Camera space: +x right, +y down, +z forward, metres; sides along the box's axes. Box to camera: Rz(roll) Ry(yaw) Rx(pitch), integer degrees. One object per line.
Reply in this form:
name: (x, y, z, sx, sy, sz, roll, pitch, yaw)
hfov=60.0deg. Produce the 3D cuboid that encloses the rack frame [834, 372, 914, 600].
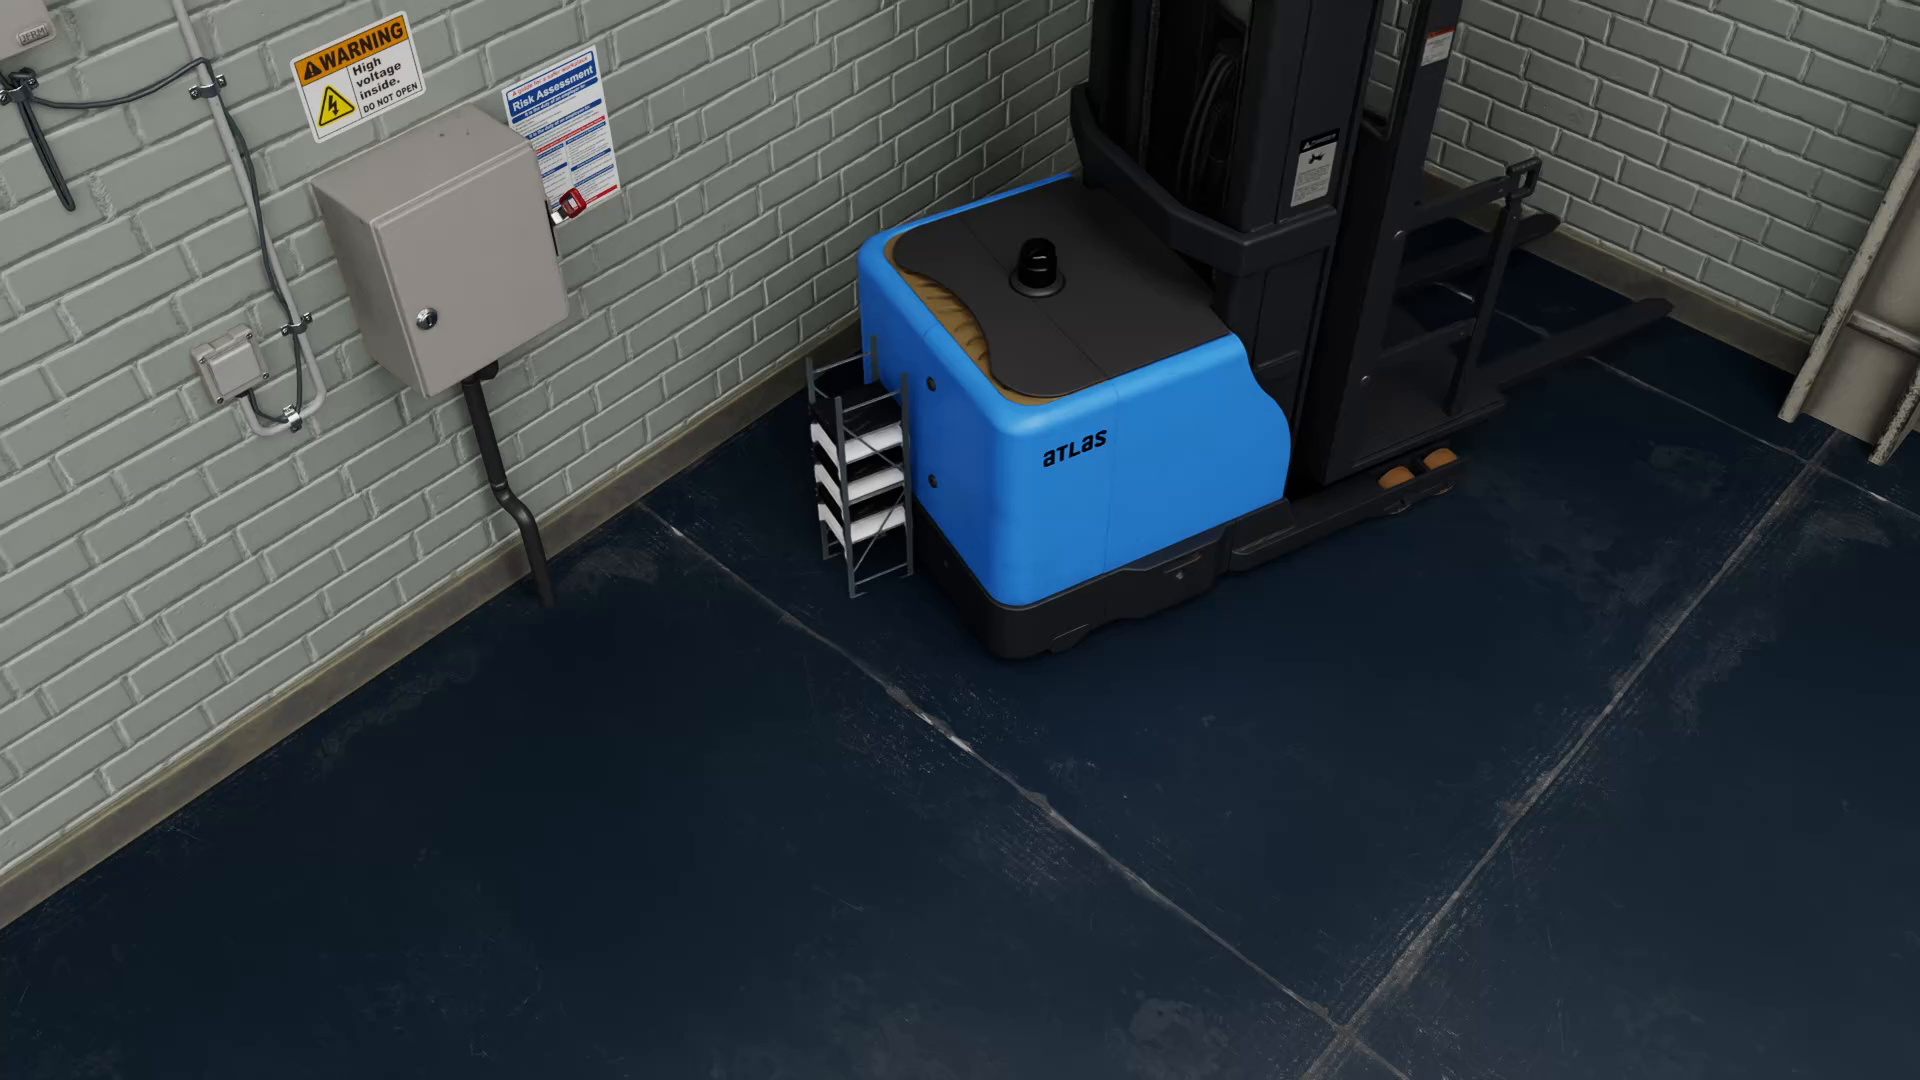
rack frame: (-0.264, -0.152, 5.276, 0.240, 0.900, 0.006, -22, 51, -19)

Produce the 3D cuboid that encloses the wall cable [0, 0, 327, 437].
wall cable: (-1.915, -0.883, 3.825, 0.122, 1.984, 0.588, 34, 55, 28)

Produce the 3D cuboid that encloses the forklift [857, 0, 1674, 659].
forklift: (1.207, -1.413, 5.066, 3.031, 2.935, 1.130, -22, 51, -19)

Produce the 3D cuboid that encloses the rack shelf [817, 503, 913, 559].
rack shelf: (-0.313, -0.072, 5.492, 0.258, 0.077, 0.200, -22, 51, -19)

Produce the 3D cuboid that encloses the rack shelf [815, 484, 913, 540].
rack shelf: (-0.313, -0.133, 5.427, 0.258, 0.077, 0.200, -22, 51, -19)

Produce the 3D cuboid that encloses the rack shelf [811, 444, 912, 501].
rack shelf: (-0.313, -0.256, 5.295, 0.258, 0.077, 0.200, -22, 51, -19)

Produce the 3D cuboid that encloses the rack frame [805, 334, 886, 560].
rack frame: (-0.362, -0.282, 5.398, 0.240, 0.900, 0.006, -22, 51, -19)

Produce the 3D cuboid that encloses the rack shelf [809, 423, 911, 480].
rack shelf: (-0.314, -0.318, 5.230, 0.258, 0.077, 0.200, -22, 51, -19)

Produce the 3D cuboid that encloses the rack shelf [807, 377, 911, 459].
rack shelf: (-0.314, -0.379, 5.164, 0.258, 0.077, 0.200, -22, 51, -19)

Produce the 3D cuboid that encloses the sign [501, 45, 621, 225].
sign: (-1.154, -1.158, 4.845, 0.001, 0.494, 0.329, 34, 55, 28)

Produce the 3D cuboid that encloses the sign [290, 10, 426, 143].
sign: (-1.526, -1.179, 4.233, 0.001, 0.242, 0.339, 34, 55, 28)

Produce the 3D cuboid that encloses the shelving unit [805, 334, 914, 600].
shelving unit: (-0.313, -0.217, 5.337, 0.258, 0.900, 0.210, -22, 51, -19)

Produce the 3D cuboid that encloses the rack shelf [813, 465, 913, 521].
rack shelf: (-0.313, -0.195, 5.361, 0.258, 0.077, 0.200, -22, 51, -19)

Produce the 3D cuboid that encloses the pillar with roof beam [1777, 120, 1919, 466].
pillar with roof beam: (0.365, -1.219, 0.722, 0.400, 9.000, 9.100, 34, 55, 28)

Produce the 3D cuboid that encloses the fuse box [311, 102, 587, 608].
fuse box: (-1.336, -0.382, 4.935, 0.414, 1.711, 0.539, 34, 55, 28)
